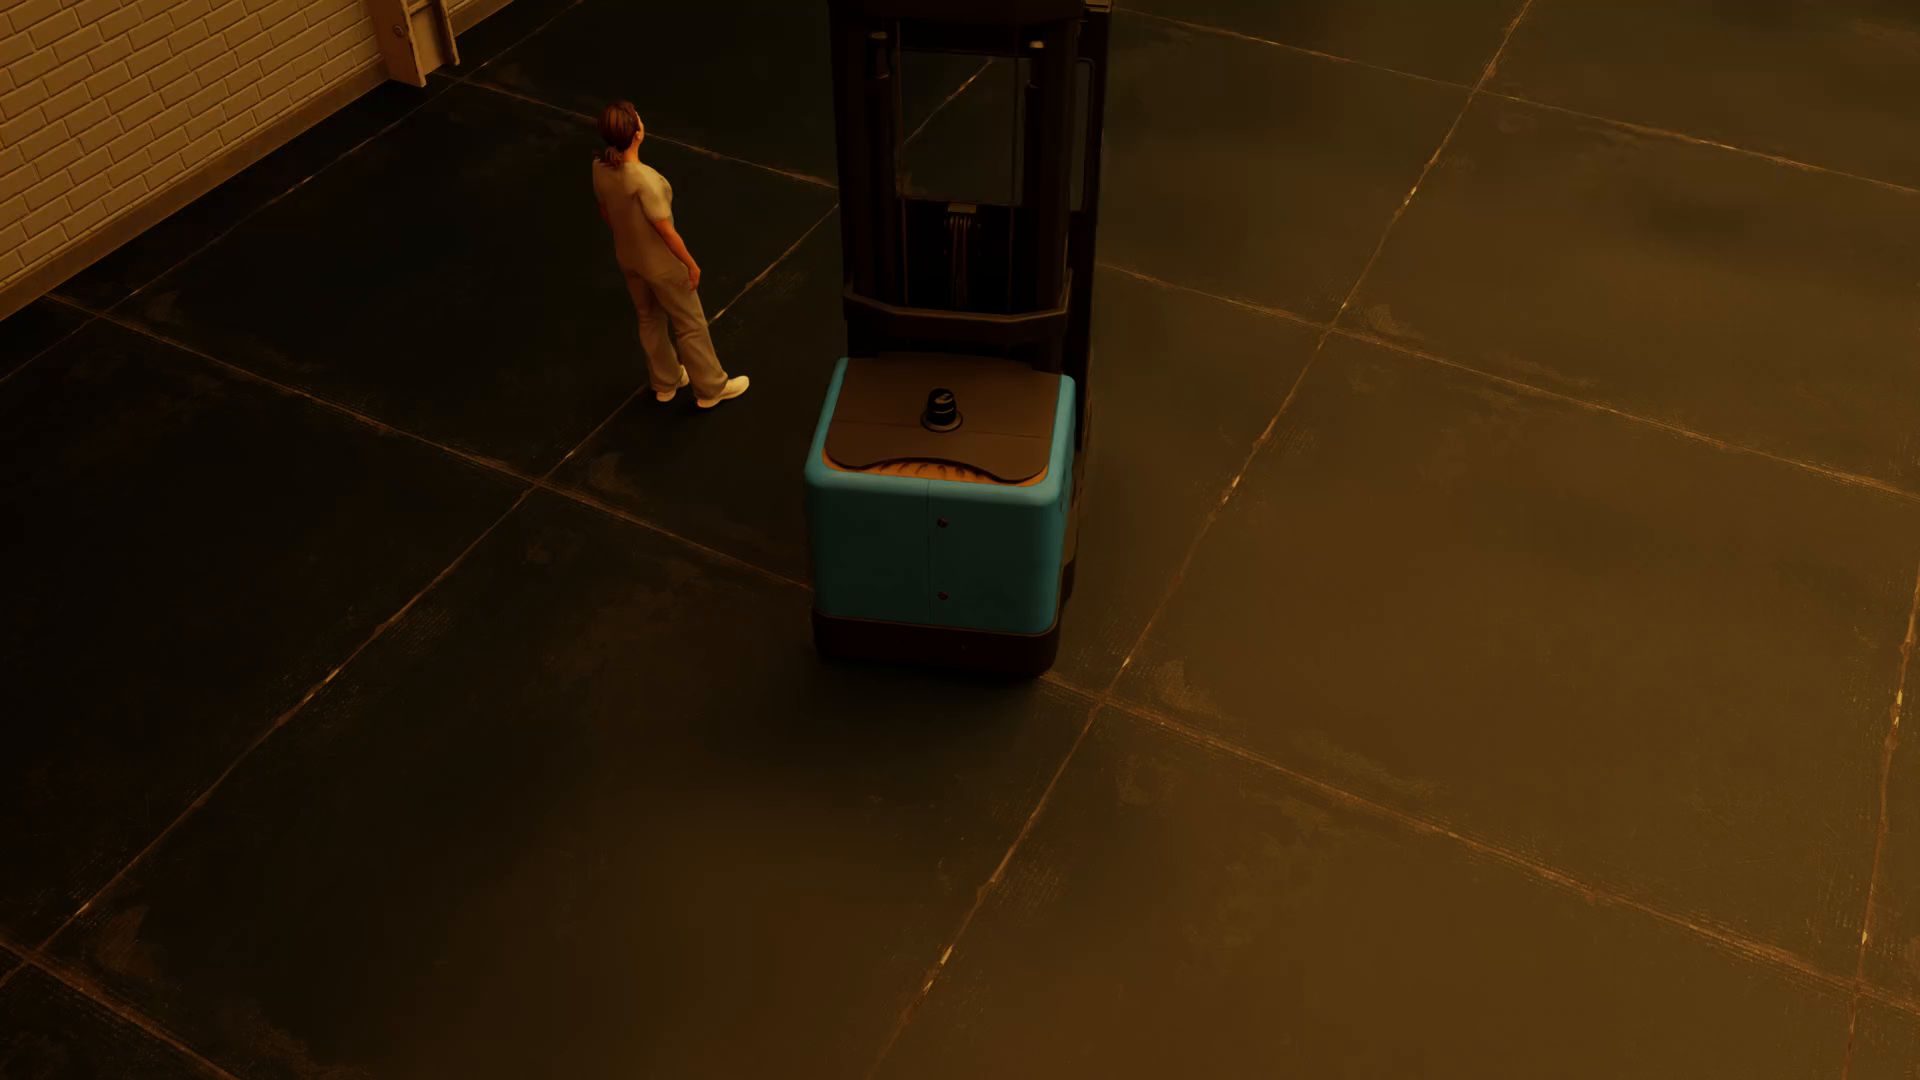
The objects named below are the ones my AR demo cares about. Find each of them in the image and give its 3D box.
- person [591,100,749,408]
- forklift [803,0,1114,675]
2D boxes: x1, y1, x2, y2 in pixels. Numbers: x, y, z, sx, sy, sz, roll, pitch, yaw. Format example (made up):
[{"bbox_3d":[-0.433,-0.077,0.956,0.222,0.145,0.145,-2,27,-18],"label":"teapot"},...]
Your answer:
[{"bbox_3d":[-1.444,-1.371,8.037,0.543,1.658,0.516,28,50,26],"label":"person"},{"bbox_3d":[0.069,-1.506,7.253,1.130,2.935,3.031,5,44,5],"label":"forklift"}]
